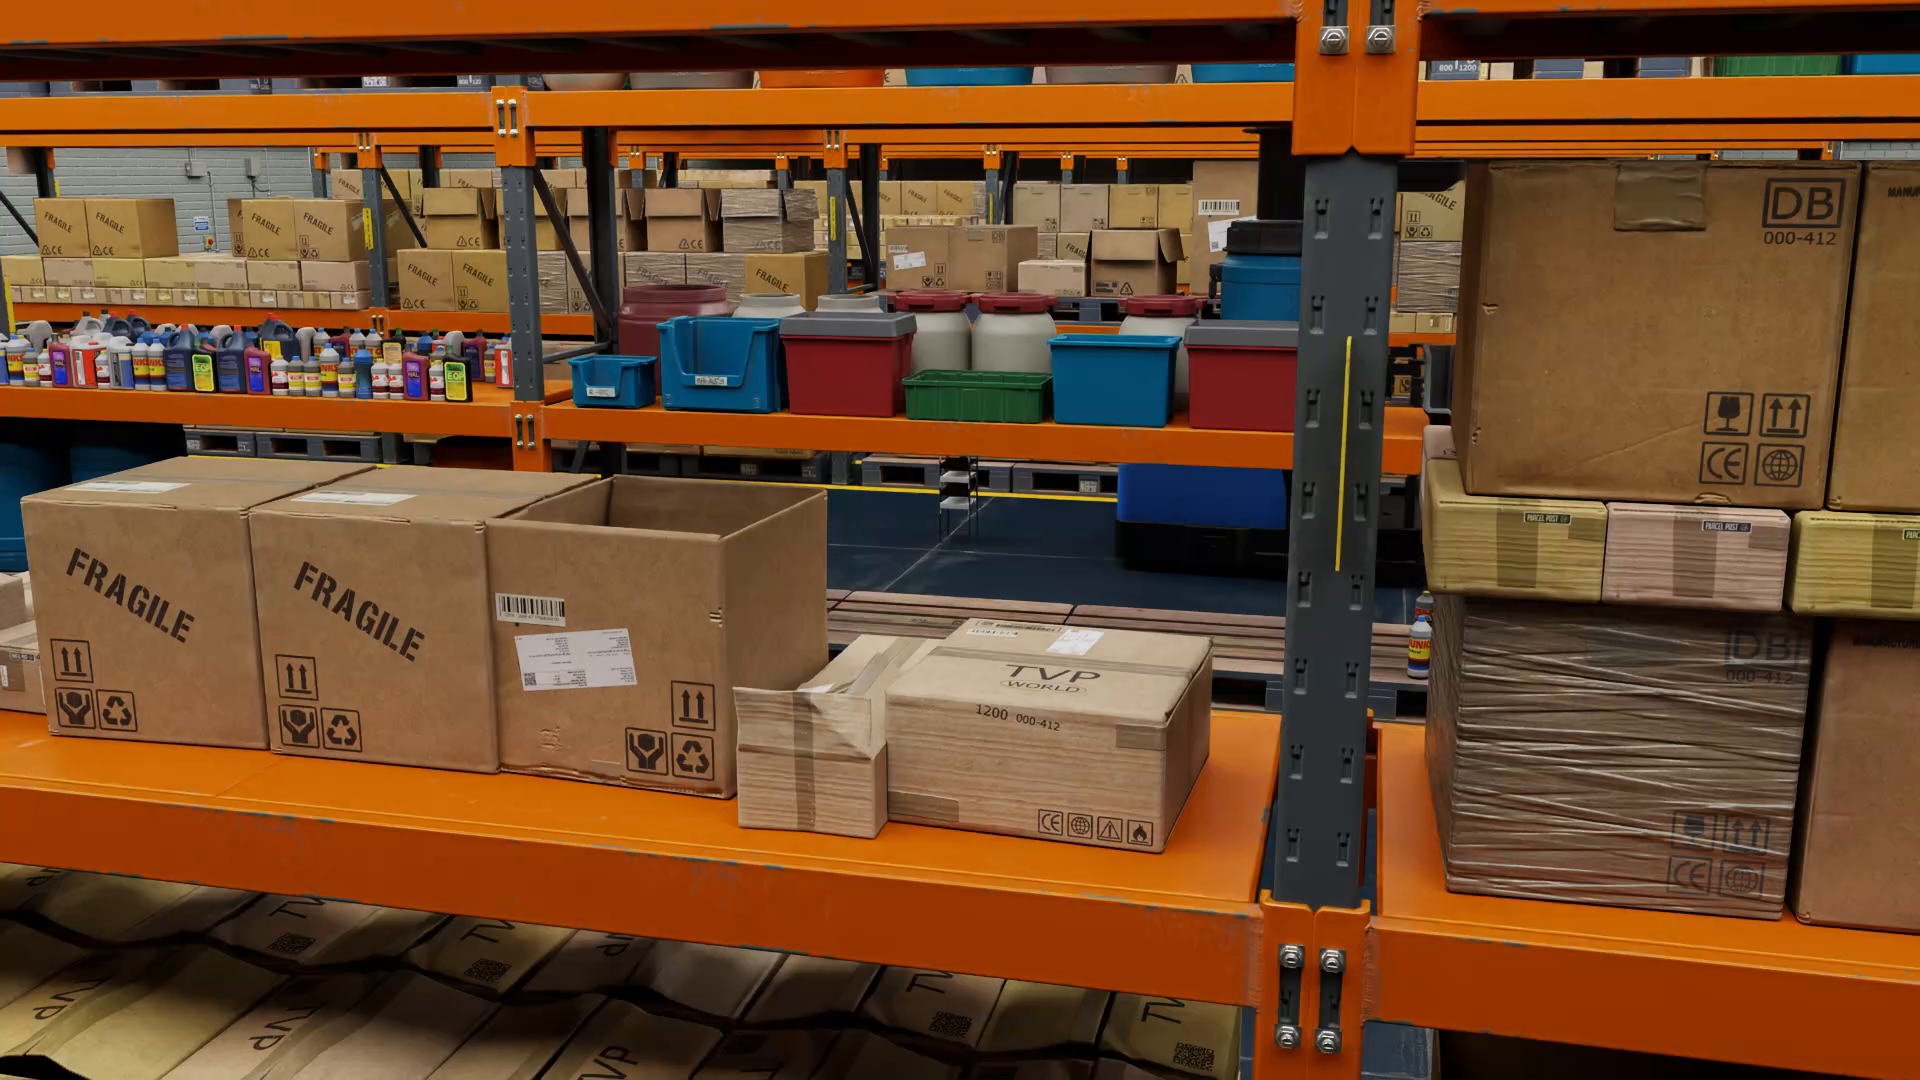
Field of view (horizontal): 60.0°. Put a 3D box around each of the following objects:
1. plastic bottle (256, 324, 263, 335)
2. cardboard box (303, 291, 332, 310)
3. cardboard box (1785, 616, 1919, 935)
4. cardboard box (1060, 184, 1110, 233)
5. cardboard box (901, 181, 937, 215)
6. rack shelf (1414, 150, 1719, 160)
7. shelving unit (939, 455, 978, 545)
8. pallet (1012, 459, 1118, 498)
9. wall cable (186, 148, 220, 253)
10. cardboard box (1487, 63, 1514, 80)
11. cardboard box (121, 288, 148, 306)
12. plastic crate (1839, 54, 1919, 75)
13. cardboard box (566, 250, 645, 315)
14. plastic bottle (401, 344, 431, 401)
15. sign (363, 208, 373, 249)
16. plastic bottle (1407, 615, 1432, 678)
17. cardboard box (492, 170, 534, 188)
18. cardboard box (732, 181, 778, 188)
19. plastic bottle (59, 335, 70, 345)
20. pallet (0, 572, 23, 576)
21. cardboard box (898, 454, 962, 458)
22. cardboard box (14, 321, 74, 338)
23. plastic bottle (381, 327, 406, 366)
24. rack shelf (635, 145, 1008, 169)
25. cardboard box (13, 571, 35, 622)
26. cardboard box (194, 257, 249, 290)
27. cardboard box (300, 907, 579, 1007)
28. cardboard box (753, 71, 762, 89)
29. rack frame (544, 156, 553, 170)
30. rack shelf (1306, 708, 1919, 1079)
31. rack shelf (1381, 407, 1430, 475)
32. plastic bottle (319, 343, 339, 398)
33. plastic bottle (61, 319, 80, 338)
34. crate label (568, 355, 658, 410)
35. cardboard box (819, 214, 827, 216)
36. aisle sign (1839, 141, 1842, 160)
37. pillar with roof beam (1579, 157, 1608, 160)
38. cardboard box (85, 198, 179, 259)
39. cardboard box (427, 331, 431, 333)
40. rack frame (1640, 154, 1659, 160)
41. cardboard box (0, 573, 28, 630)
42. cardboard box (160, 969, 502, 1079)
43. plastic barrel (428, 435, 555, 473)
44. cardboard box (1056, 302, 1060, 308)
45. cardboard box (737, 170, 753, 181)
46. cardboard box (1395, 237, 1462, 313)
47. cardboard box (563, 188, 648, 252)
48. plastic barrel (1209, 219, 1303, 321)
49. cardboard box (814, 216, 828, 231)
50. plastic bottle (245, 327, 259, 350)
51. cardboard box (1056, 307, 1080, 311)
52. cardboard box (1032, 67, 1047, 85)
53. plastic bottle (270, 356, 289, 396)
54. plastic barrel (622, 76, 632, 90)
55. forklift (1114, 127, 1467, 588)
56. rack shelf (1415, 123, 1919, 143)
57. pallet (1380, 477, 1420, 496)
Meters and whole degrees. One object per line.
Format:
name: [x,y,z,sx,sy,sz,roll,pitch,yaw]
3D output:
plastic bottle: [-4.013,-1.092,9.499,0.133,0.283,0.061,3,13,14]
cardboard box: [-5.347,-2.047,14.114,0.250,0.149,0.380,3,13,15]
cardboard box: [1.614,0.288,2.781,0.500,0.500,0.700,3,13,13]
cardboard box: [1.373,-3.525,17.658,0.500,0.500,0.700,3,13,13]
cardboard box: [-0.499,-4.674,22.837,0.500,0.500,0.500,3,13,13]
rack shelf: [7.361,-4.887,21.073,4.000,0.370,1.077,3,13,14]
shelving unit: [-0.008,-0.440,11.138,0.210,0.900,0.258,3,13,14]
pallet: [1.101,-0.536,13.161,1.213,0.211,1.003,3,13,14]
wall cable: [-11.711,-5.300,25.778,0.123,1.953,0.585,3,13,14]
cardboard box: [3.821,-3.280,11.594,0.250,0.149,0.380,3,13,14]
cardboard box: [-7.091,-2.140,14.535,0.250,0.149,0.380,3,13,13]
plastic crate: [3.818,-2.037,6.602,0.575,0.384,0.392,3,13,14]
cardboard box: [-2.858,-2.104,13.561,0.500,0.500,0.500,3,13,15]
plastic bottle: [-2.744,-0.846,8.393,0.133,0.283,0.061,3,13,14]
sign: [-4.853,-2.554,13.638,0.005,0.325,0.100,3,13,14]
plastic bottle: [2.063,0.473,7.458,0.097,0.271,0.097,0,13,0]
cardboard box: [-4.953,-3.952,18.895,0.500,0.500,0.500,3,13,15]
cardboard box: [-2.872,-4.797,23.389,0.500,0.500,0.500,3,13,13]
plastic bottle: [-5.214,-1.098,9.717,0.097,0.201,0.097,0,13,0]
pallet: [-5.169,0.242,9.654,1.213,0.211,1.003,3,13,14]
cardboard box: [-0.183,-0.966,13.416,0.500,0.500,0.700,2,13,11]
cardboard box: [-7.965,-1.568,15.313,0.875,0.875,0.875,3,13,14]
plastic bottle: [-3.160,-1.046,9.293,0.133,0.283,0.061,3,13,14]
rack shelf: [-1.494,-4.256,18.229,4.000,0.370,1.077,3,13,14]
cardboard box: [-2.276,0.192,4.021,0.250,0.149,0.380,3,13,14]
cardboard box: [-6.212,-2.302,14.343,0.500,0.250,0.500,3,13,15]
cardboard box: [-1.166,0.999,3.889,0.500,0.311,0.500,3,13,15]
cardboard box: [-1.448,-3.738,13.024,0.637,0.503,0.797,4,13,17]
rack frame: [-6.231,-4.501,24.595,0.127,3.000,1.000,3,13,14]
rack shelf: [2.610,0.744,2.617,4.000,0.370,1.077,3,13,14]
rack shelf: [3.800,-0.298,7.311,4.000,0.370,1.077,3,13,14]
plastic bottle: [-3.230,-0.871,8.530,0.097,0.271,0.097,0,13,0]
plastic bottle: [-5.213,-1.156,9.788,0.133,0.283,0.061,3,13,14]
crate label: [-1.706,-0.778,8.200,0.416,0.233,0.303,3,13,14]
cardboard box: [-1.472,-3.559,18.585,0.250,0.149,0.380,3,13,13]
aisle sign: [8.212,-3.827,15.554,0.004,0.787,0.394,3,13,14]
pillar with roof beam: [8.997,-6.964,21.845,0.400,9.000,9.100,3,13,14]
cardboard box: [-7.214,-2.722,14.504,0.500,0.500,0.500,3,13,12]
cardboard box: [-6.121,-2.435,19.523,0.250,0.149,0.380,2,13,11]
rack frame: [10.489,-4.715,25.558,0.127,3.000,1.000,3,13,14]
cardboard box: [-2.394,0.212,3.559,0.500,0.311,0.500,3,13,13]
cardboard box: [-1.272,1.113,3.377,0.500,0.311,0.500,3,13,13]
plastic barrel: [-2.504,-0.128,8.924,0.708,0.830,0.600,3,13,14]
cardboard box: [0.885,-3.307,23.149,0.875,0.875,0.875,3,13,13]
cardboard box: [-2.953,-5.132,23.405,0.250,0.149,0.380,3,13,15]
cardboard box: [3.467,-1.952,12.188,0.500,0.500,0.875,3,13,14]
cardboard box: [-2.829,-2.649,13.703,0.637,0.503,0.797,3,13,15]
plastic barrel: [1.556,-1.081,8.024,0.708,0.901,0.600,3,13,14]
cardboard box: [-1.392,-3.409,17.910,0.250,0.149,0.380,4,13,16]
plastic bottle: [-4.014,-1.068,9.421,0.097,0.271,0.097,0,13,0]
cardboard box: [1.018,-2.096,17.979,0.750,0.750,1.050,3,13,13]
cardboard box: [0.538,-3.629,12.354,0.500,0.500,0.500,3,13,12]
plastic bottle: [-3.513,-0.852,8.606,0.097,0.201,0.097,0,13,0]
plastic barrel: [-1.773,-2.347,8.319,0.294,0.245,0.294,0,13,0]
forklift: [2.544,-1.271,10.198,3.031,2.935,1.130,3,13,15]
rack shelf: [4.987,-2.804,11.680,4.000,0.370,1.077,3,13,14]
pallet: [3.706,-0.405,12.574,1.213,0.211,1.003,3,13,14]
